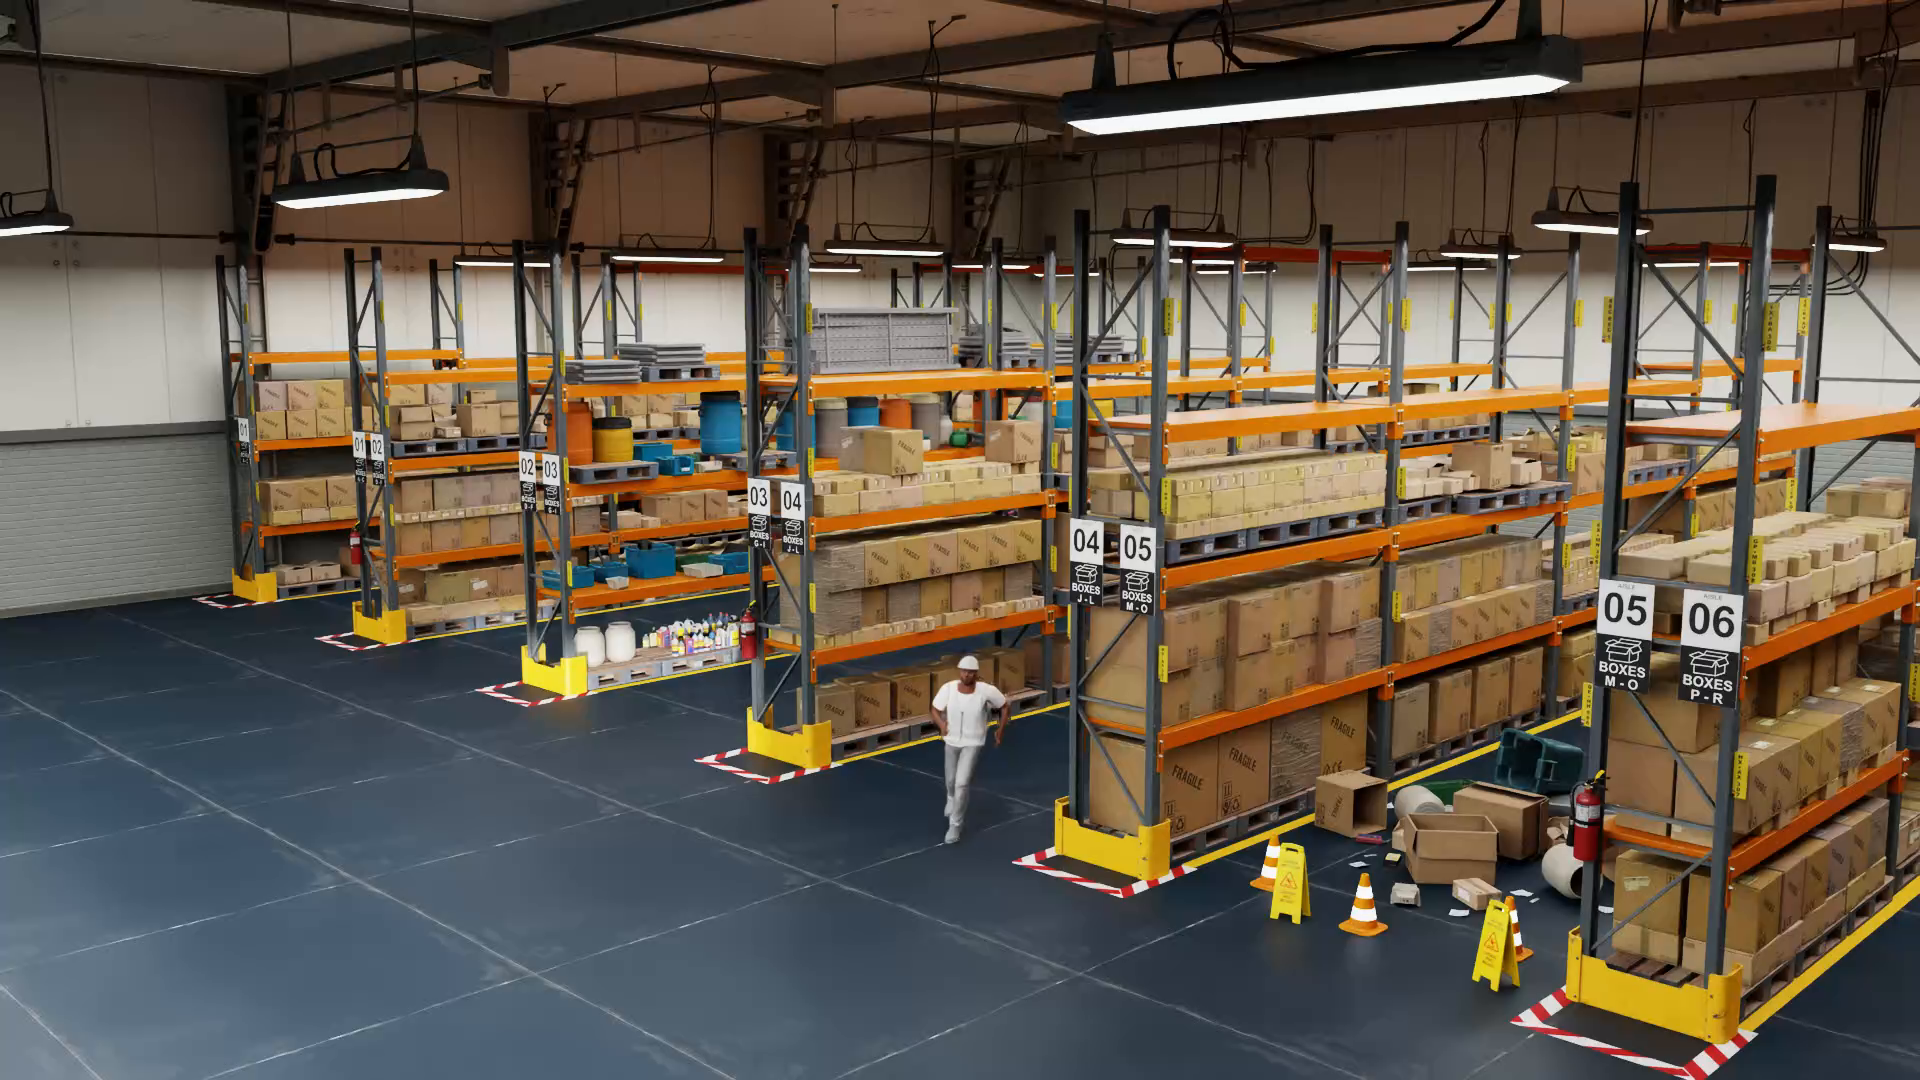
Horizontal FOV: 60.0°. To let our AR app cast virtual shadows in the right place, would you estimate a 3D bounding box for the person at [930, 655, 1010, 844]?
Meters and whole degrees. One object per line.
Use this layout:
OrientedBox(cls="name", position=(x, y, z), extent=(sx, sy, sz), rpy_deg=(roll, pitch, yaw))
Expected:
OrientedBox(cls="person", position=(0.079, 1.990, 16.309), extent=(0.759, 1.773, 0.923), rpy_deg=(2, 8, 16))
